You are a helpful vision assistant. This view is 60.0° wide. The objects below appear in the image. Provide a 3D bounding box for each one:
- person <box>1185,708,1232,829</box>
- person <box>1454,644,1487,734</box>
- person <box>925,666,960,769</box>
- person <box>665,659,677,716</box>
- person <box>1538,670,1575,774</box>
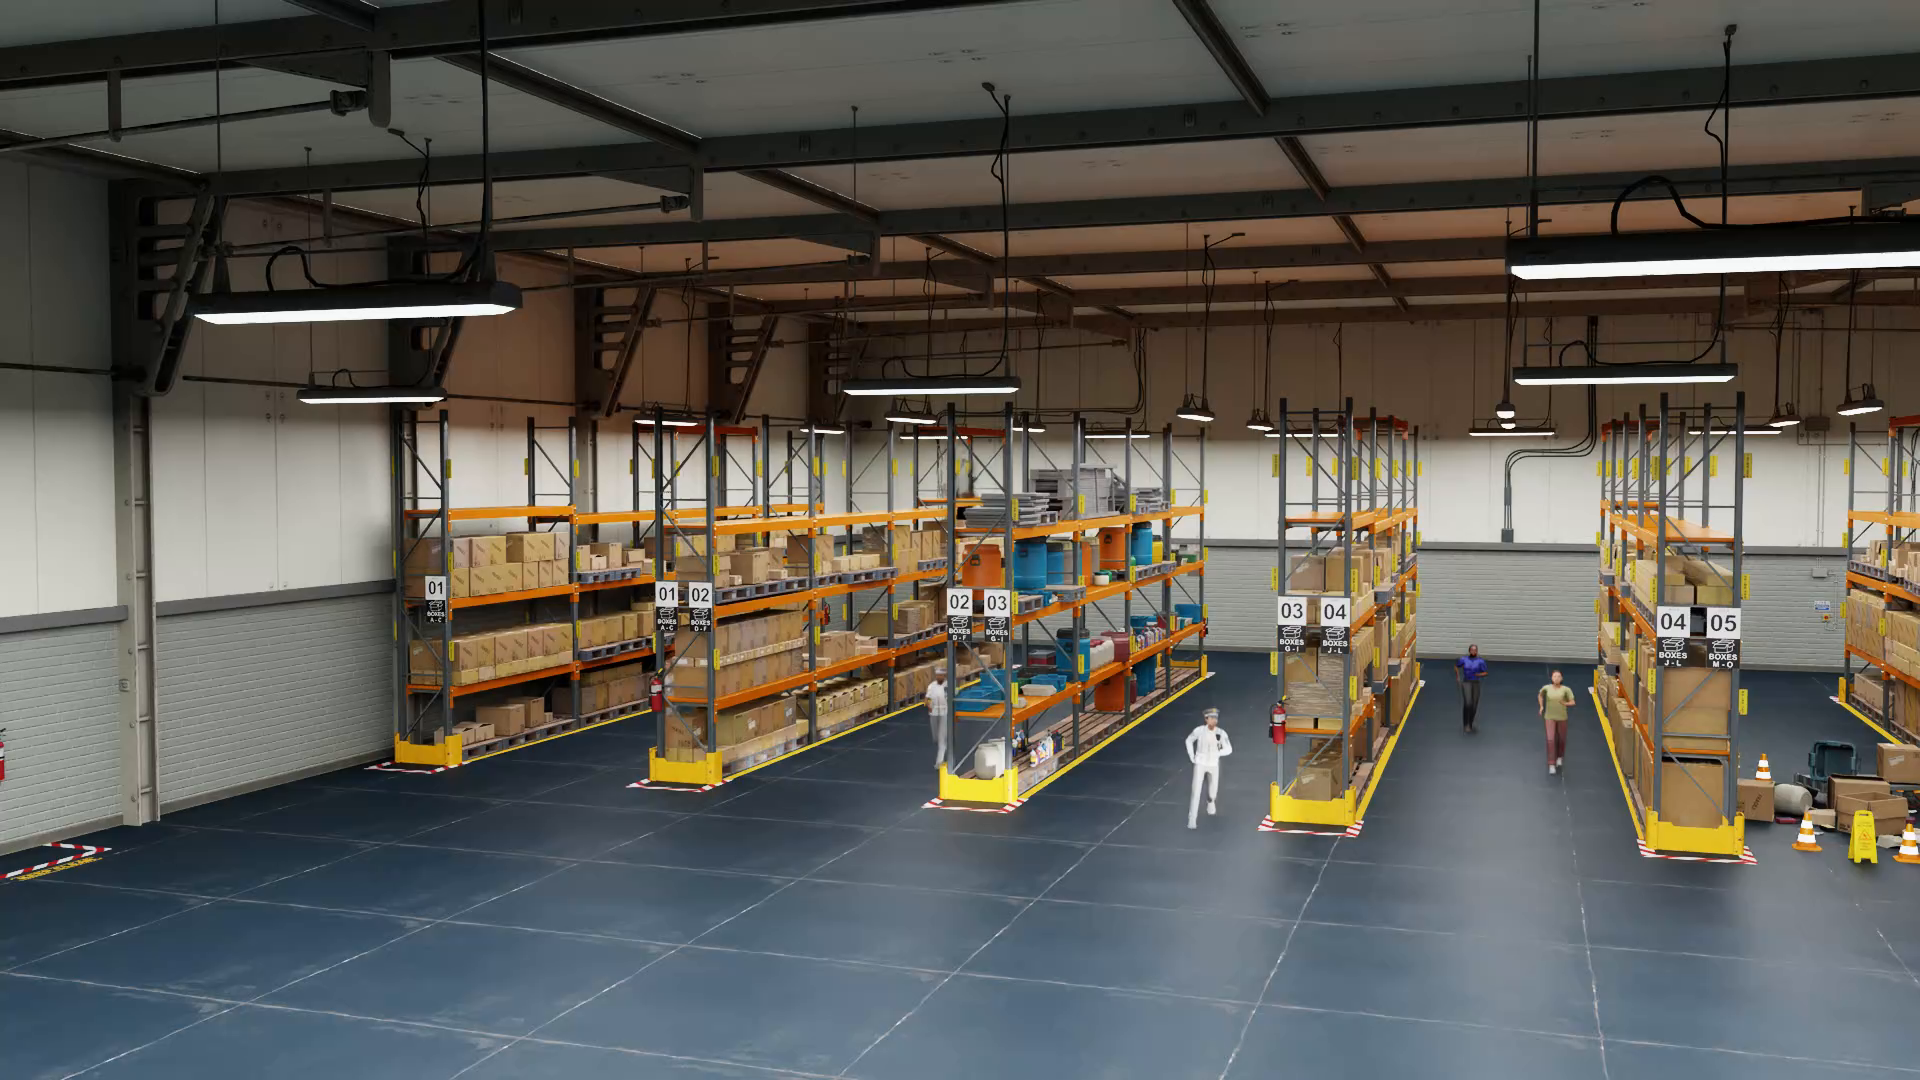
[{"bbox_3d":[3.508,3.195,23.479,0.645,1.665,0.805,0,2,7],"label":"person"},{"bbox_3d":[9.722,2.825,31.609,0.555,1.698,0.690,0,2,6],"label":"person"},{"bbox_3d":[-0.302,2.963,28.042,0.600,1.705,0.776,1,3,16],"label":"person"},{"bbox_3d":[-5.154,2.930,29.466,0.581,1.631,0.806,1,3,16],"label":"person"},{"bbox_3d":[9.832,2.966,27.430,0.562,1.654,0.964,1,3,18],"label":"person"}]
